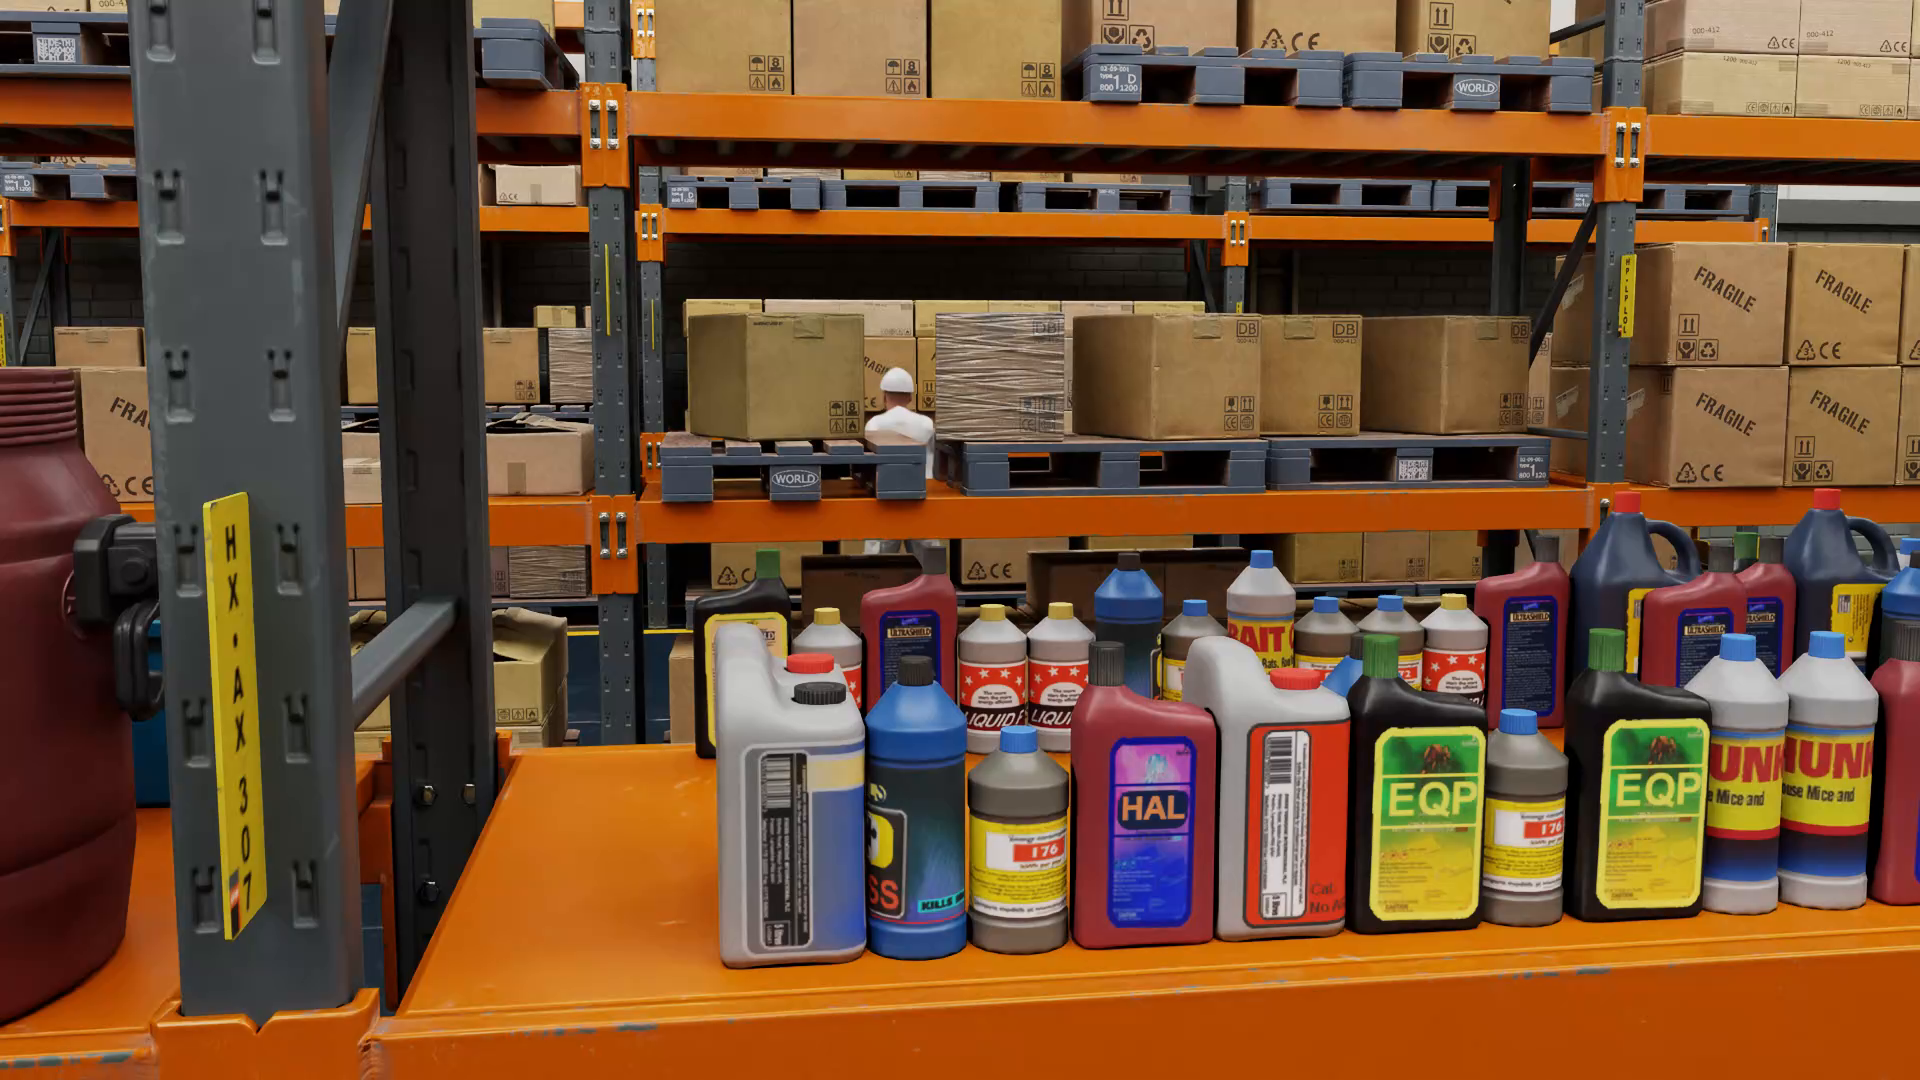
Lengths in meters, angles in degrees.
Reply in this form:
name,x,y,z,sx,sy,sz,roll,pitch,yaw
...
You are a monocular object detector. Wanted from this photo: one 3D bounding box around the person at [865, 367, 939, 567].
name,x,y,z,sx,sy,sz,roll,pitch,yaw
person,-0.370,-0.143,9.945,0.491,1.772,0.580,-1,6,-10
